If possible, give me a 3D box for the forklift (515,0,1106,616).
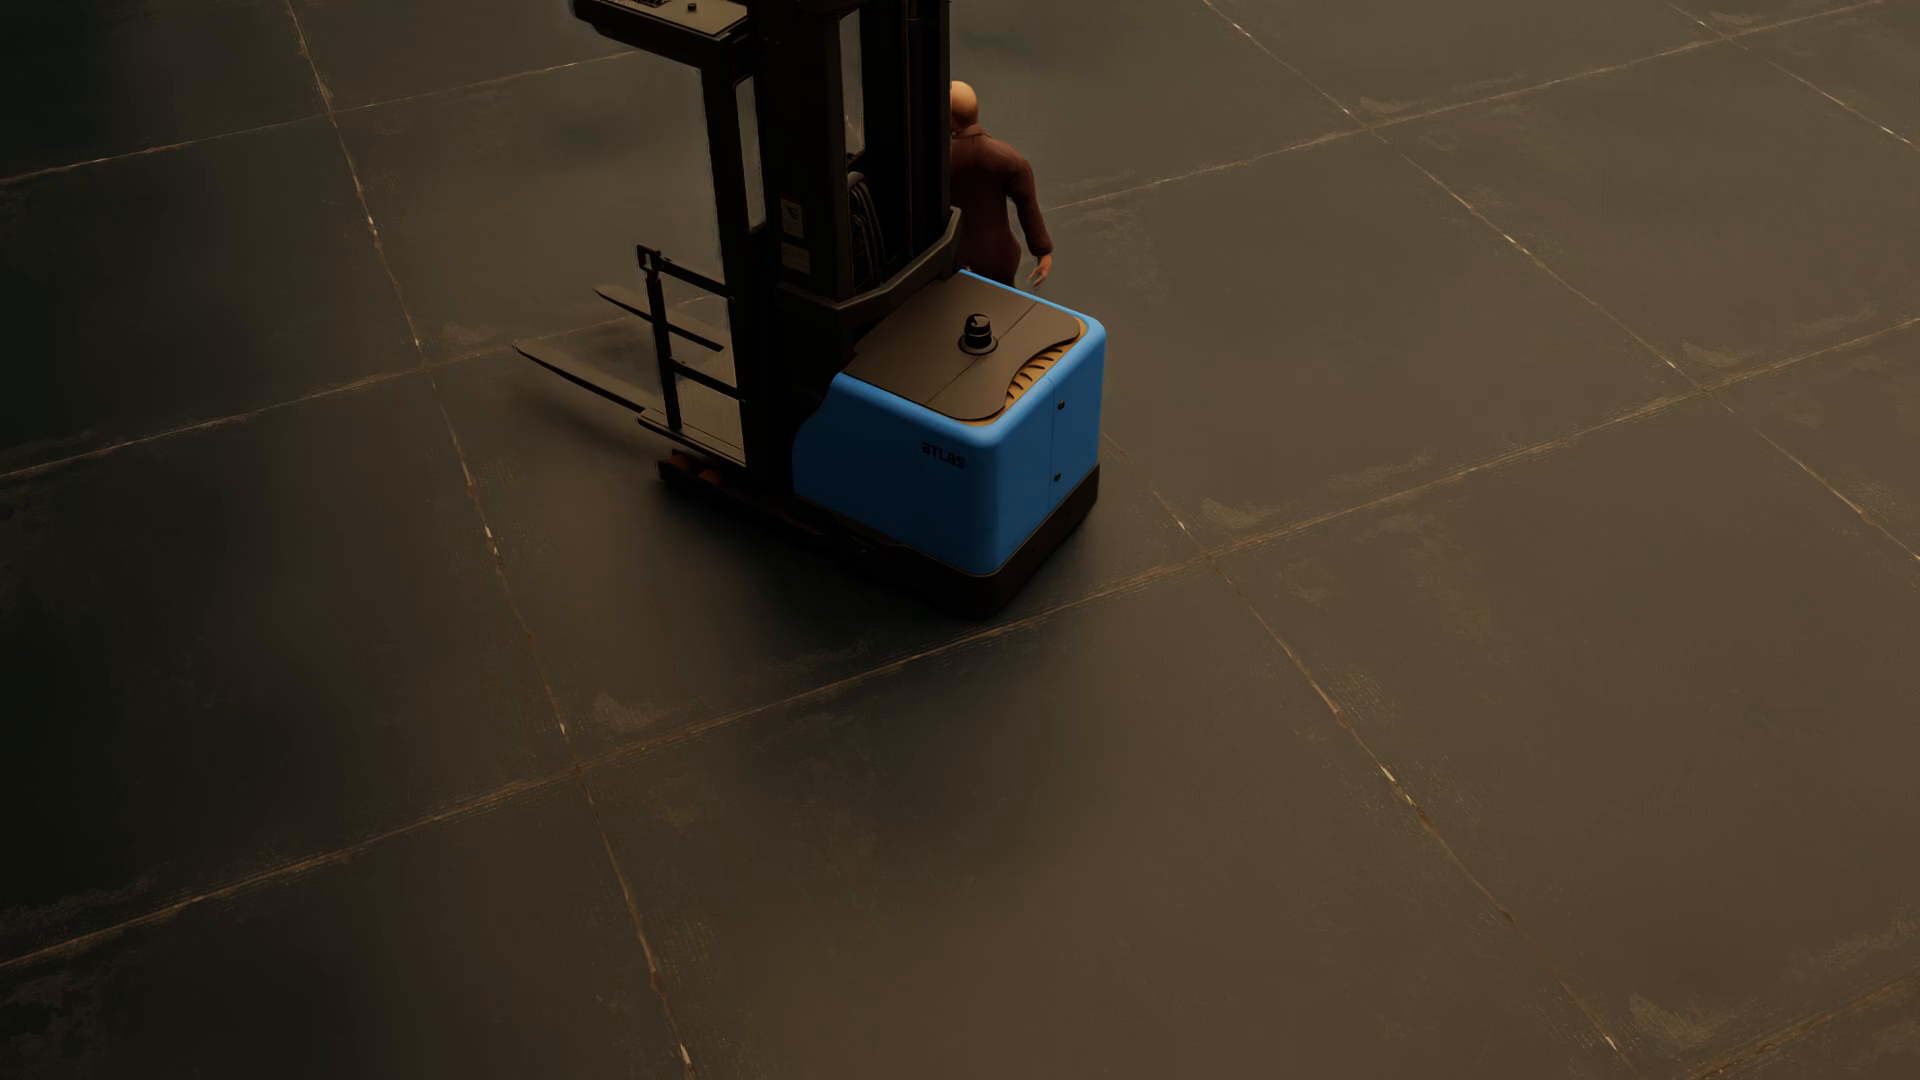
[{"bbox_3d":[-0.853,-1.525,7.314,3.031,2.935,1.130,24,48,24],"label":"forklift"}]

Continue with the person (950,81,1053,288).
[{"bbox_3d":[0.083,-1.485,8.181,0.733,1.724,0.936,-1,43,-1],"label":"person"}]
